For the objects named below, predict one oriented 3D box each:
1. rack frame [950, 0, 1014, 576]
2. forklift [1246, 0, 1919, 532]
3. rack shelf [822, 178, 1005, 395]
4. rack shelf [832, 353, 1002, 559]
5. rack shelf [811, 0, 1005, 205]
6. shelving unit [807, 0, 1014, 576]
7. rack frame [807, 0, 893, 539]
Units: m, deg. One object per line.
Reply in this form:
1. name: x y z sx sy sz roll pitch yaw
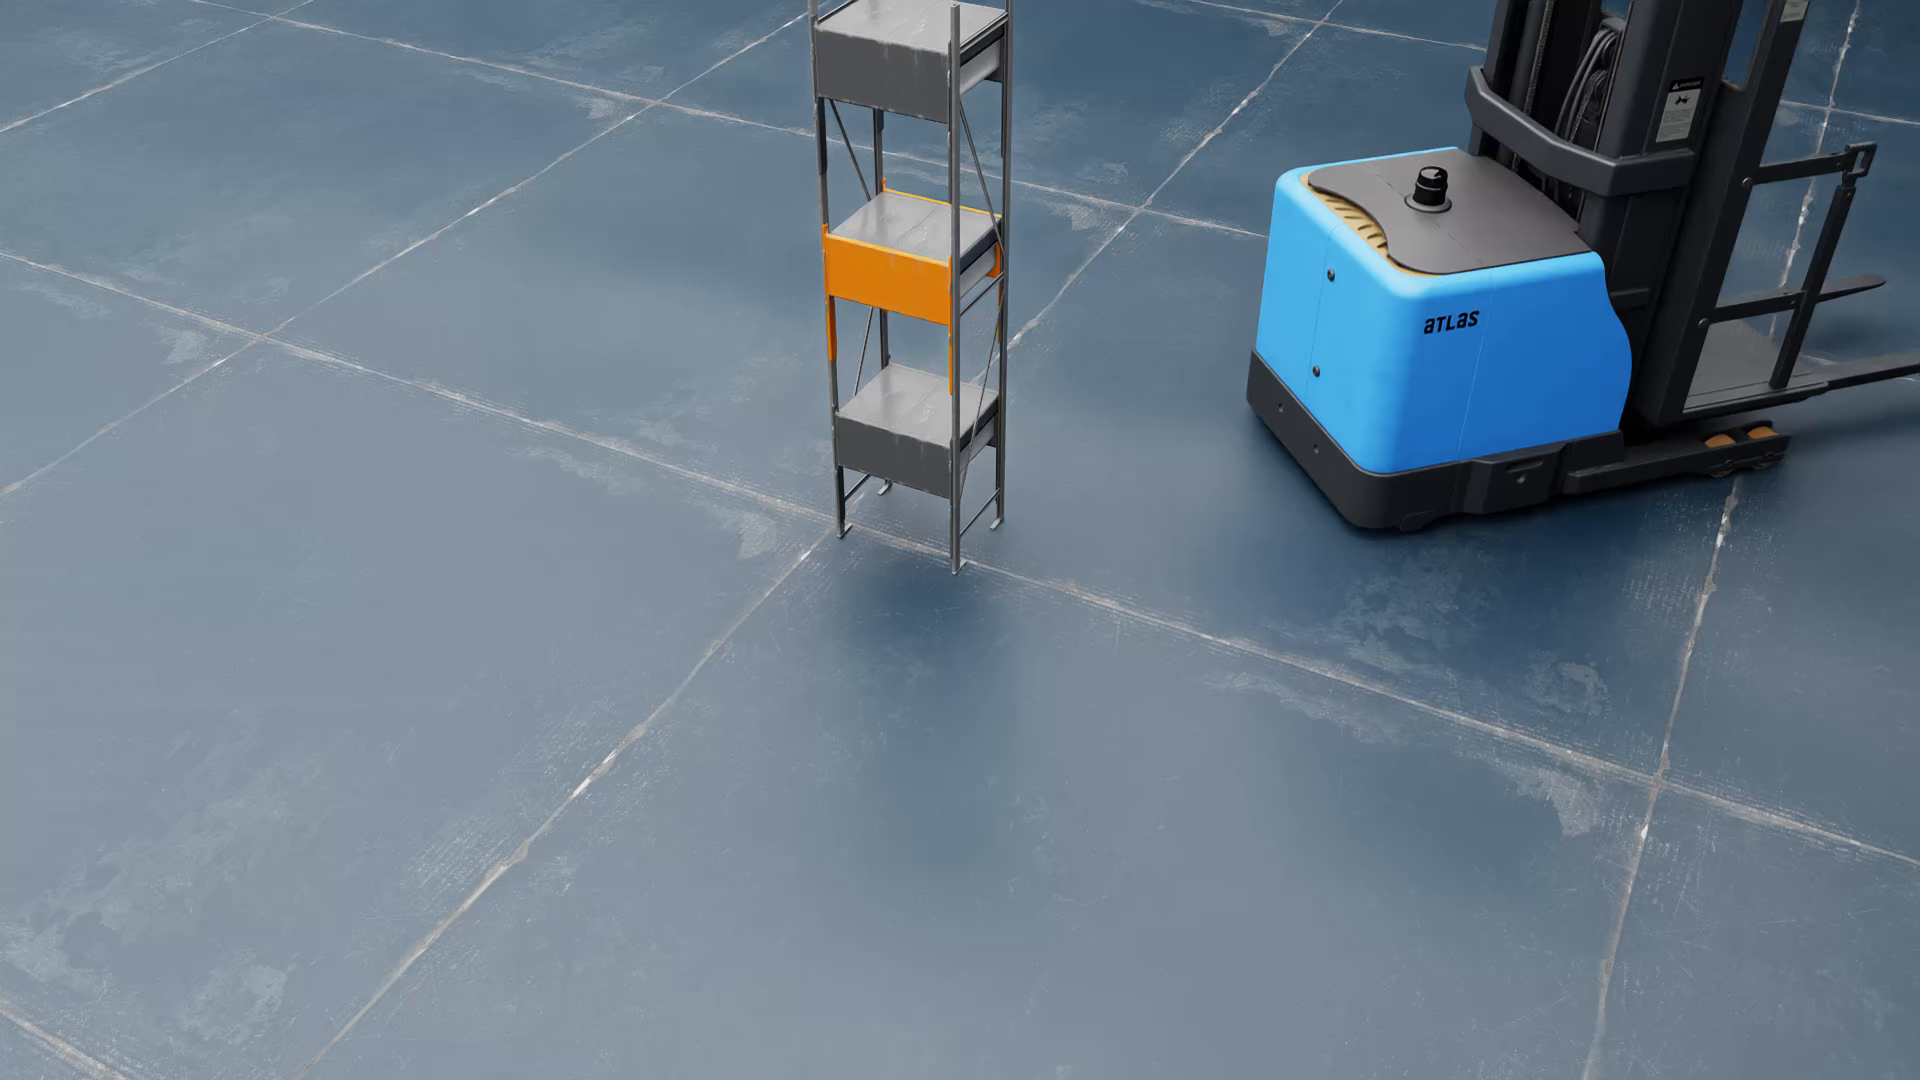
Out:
1. rack frame: 0.070 -0.815 5.586 0.015 2.100 0.400 17 41 21
2. forklift: 2.763 -1.710 6.079 3.031 2.935 1.130 -11 38 -14
3. rack shelf: -0.147 -0.872 5.684 0.480 0.518 0.431 17 41 21
4. rack shelf: -0.147 -0.314 6.107 0.480 0.518 0.431 17 41 21
5. rack shelf: -0.147 -1.429 5.261 0.480 0.518 0.431 17 41 21
6. shelving unit: -0.147 -0.882 5.676 0.503 2.100 0.431 17 41 21
7. rack frame: -0.364 -0.950 5.765 0.015 2.100 0.400 17 41 21
